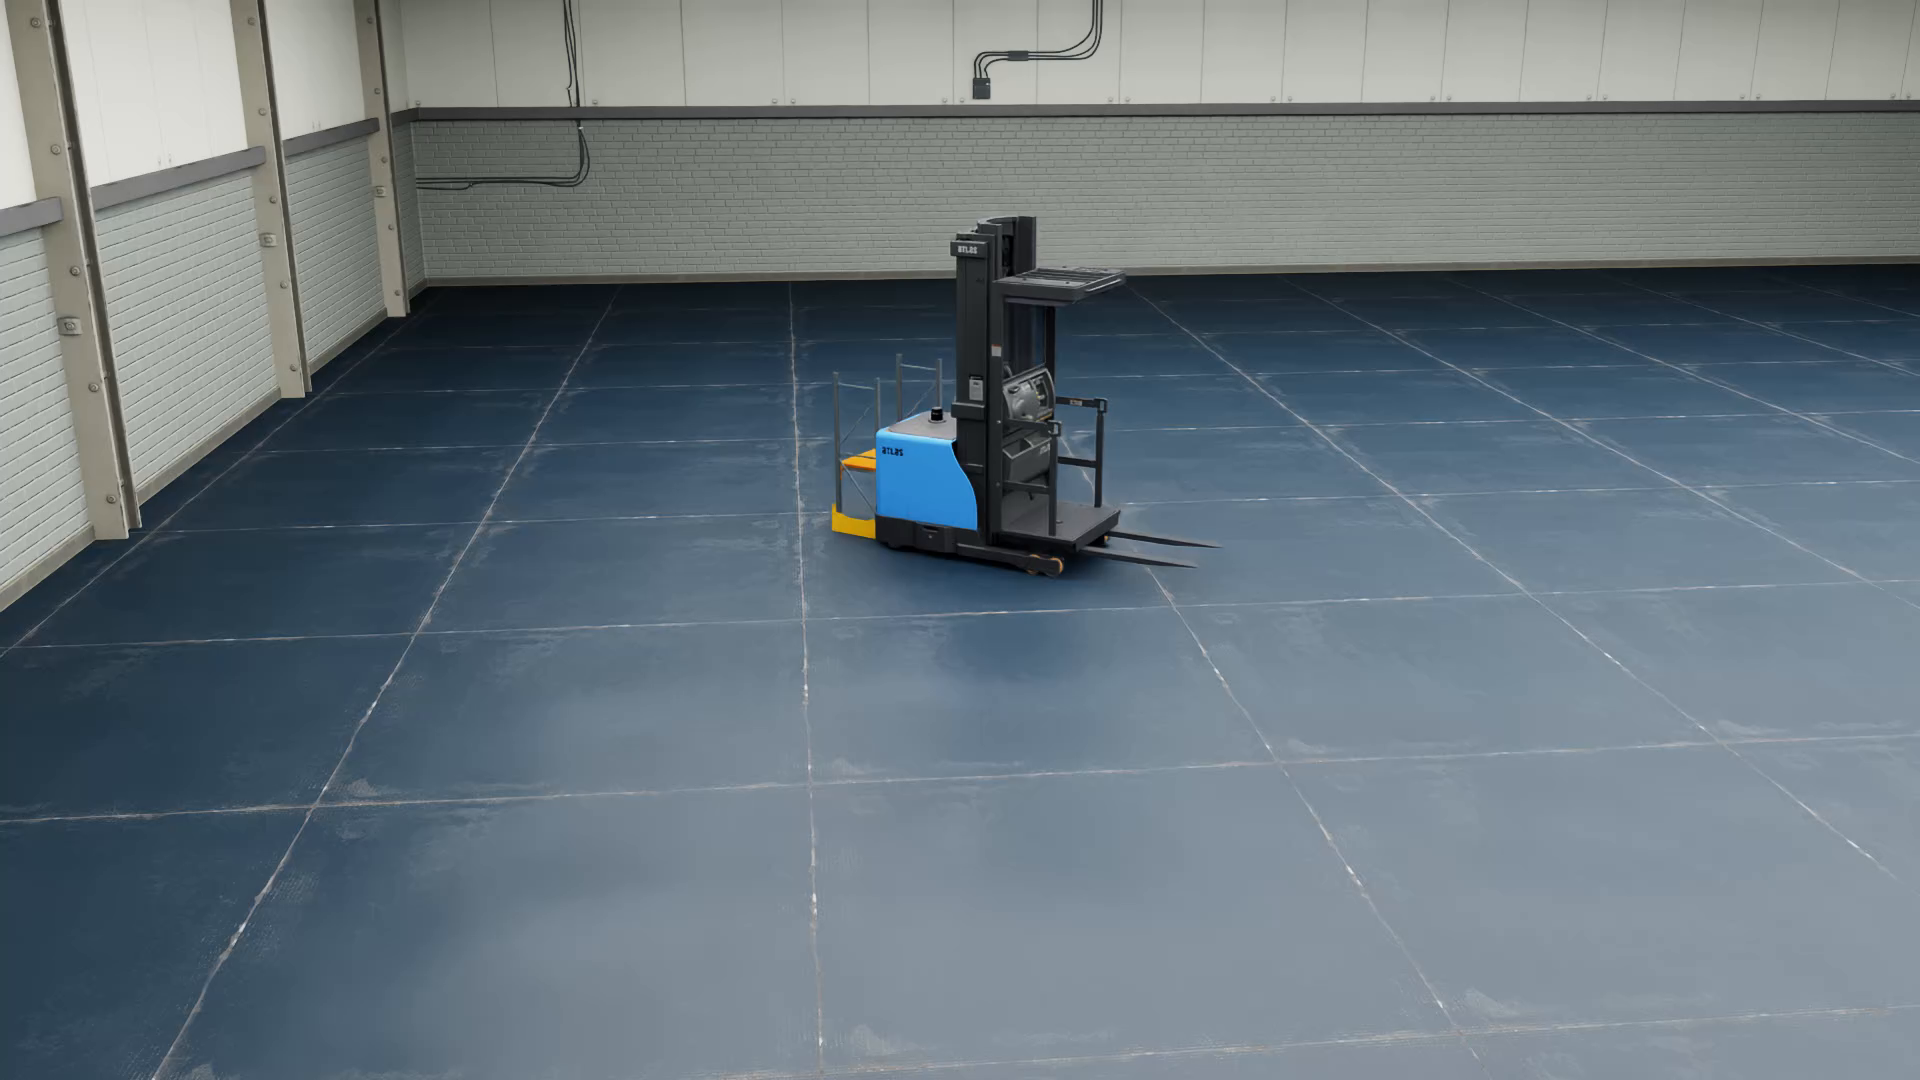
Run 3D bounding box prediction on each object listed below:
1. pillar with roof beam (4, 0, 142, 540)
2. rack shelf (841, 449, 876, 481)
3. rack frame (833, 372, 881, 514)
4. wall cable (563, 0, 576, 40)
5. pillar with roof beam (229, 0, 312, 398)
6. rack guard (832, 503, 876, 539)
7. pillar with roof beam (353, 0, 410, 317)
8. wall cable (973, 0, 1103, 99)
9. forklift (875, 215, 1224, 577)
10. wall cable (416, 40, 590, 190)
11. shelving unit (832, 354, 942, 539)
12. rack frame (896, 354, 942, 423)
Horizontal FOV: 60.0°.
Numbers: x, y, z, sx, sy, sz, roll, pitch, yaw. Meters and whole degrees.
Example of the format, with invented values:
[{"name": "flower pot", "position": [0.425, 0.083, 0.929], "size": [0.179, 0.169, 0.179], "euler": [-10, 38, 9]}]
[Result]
[{"name": "pillar with roof beam", "position": [-3.553, -4.492, 14.535], "size": [9.100, 9.000, 0.400], "euler": [-2, 18, -6]}, {"name": "rack shelf", "position": [-0.662, -0.724, 15.654], "size": [0.538, 0.185, 1.000], "euler": [11, 20, 31]}, {"name": "rack frame", "position": [-0.933, -0.767, 15.189], "size": [0.500, 1.500, 0.032], "euler": [11, 20, 31]}, {"name": "wall cable", "position": [-5.371, -9.865, 28.400], "size": [3.097, 2.526, 0.112], "euler": [-2, 18, -6]}, {"name": "pillar with roof beam", "position": [-4.172, -6.280, 20.229], "size": [9.100, 9.000, 0.400], "euler": [-2, 18, -6]}, {"name": "rack guard", "position": [-0.932, -0.171, 15.378], "size": [0.587, 0.250, 0.087], "euler": [11, 20, 31]}, {"name": "pillar with roof beam", "position": [-4.791, -8.067, 25.923], "size": [9.100, 9.000, 0.400], "euler": [-2, 18, -6]}, {"name": "wall cable", "position": [1.383, -10.764, 28.835], "size": [2.305, 6.003, 0.169], "euler": [-2, 18, -6]}, {"name": "forklift", "position": [0.782, -1.261, 14.375], "size": [3.031, 2.935, 1.130], "euler": [9, 20, 26]}, {"name": "wall cable", "position": [-8.062, -7.371, 28.890], "size": [3.097, 2.526, 0.112], "euler": [-2, 18, -6]}, {"name": "shelving unit", "position": [-0.667, -0.894, 15.592], "size": [0.587, 1.500, 1.083], "euler": [11, 20, 31]}, {"name": "rack frame", "position": [-0.391, -1.025, 16.010], "size": [0.500, 1.500, 0.032], "euler": [11, 20, 31]}]
